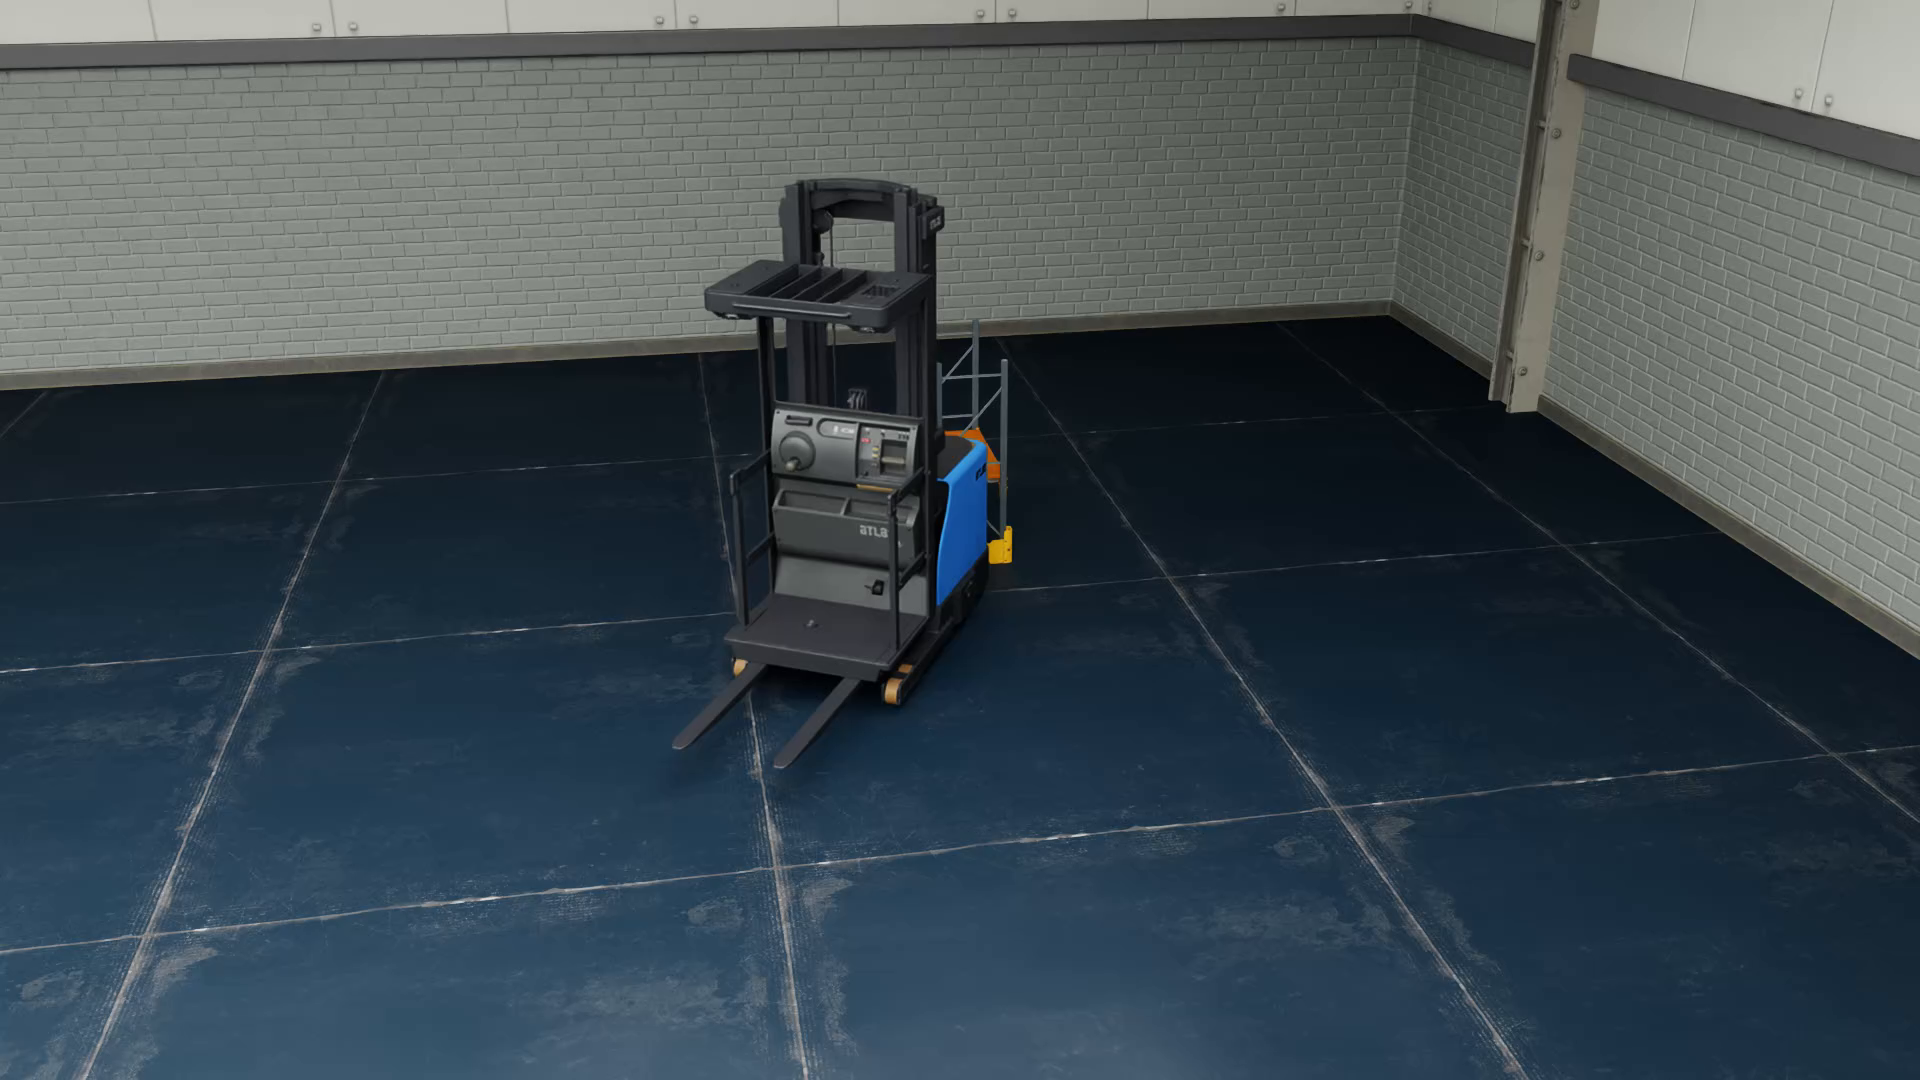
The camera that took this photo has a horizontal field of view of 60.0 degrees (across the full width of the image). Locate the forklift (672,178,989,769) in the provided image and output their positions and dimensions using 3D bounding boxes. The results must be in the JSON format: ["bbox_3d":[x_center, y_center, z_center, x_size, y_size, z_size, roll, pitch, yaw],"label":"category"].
[{"bbox_3d":[-0.765,-0.533,9.808,1.130,2.935,3.031,8,25,17],"label":"forklift"}]

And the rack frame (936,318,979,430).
[{"bbox_3d":[-0.110,-0.921,12.484,0.500,1.500,0.032,-4,24,-10],"label":"rack frame"}]

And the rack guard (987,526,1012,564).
[{"bbox_3d":[0.078,0.051,11.820,0.587,0.250,0.087,-4,24,-10],"label":"rack guard"}]

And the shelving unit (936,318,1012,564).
[{"bbox_3d":[-0.014,-0.717,12.018,0.587,1.500,1.083,-4,24,-10],"label":"shelving unit"}]

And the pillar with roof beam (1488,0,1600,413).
[{"bbox_3d":[0.783,-5.032,12.527,9.100,9.000,0.400,-4,24,-10],"label":"pillar with roof beam"}]

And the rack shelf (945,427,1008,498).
[{"bbox_3d":[-0.016,-0.556,12.099,0.538,0.185,1.000,-4,24,-10],"label":"rack shelf"}]

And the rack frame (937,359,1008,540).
[{"bbox_3d":[0.078,-0.521,11.569,0.500,1.500,0.032,-4,24,-10],"label":"rack frame"}]
